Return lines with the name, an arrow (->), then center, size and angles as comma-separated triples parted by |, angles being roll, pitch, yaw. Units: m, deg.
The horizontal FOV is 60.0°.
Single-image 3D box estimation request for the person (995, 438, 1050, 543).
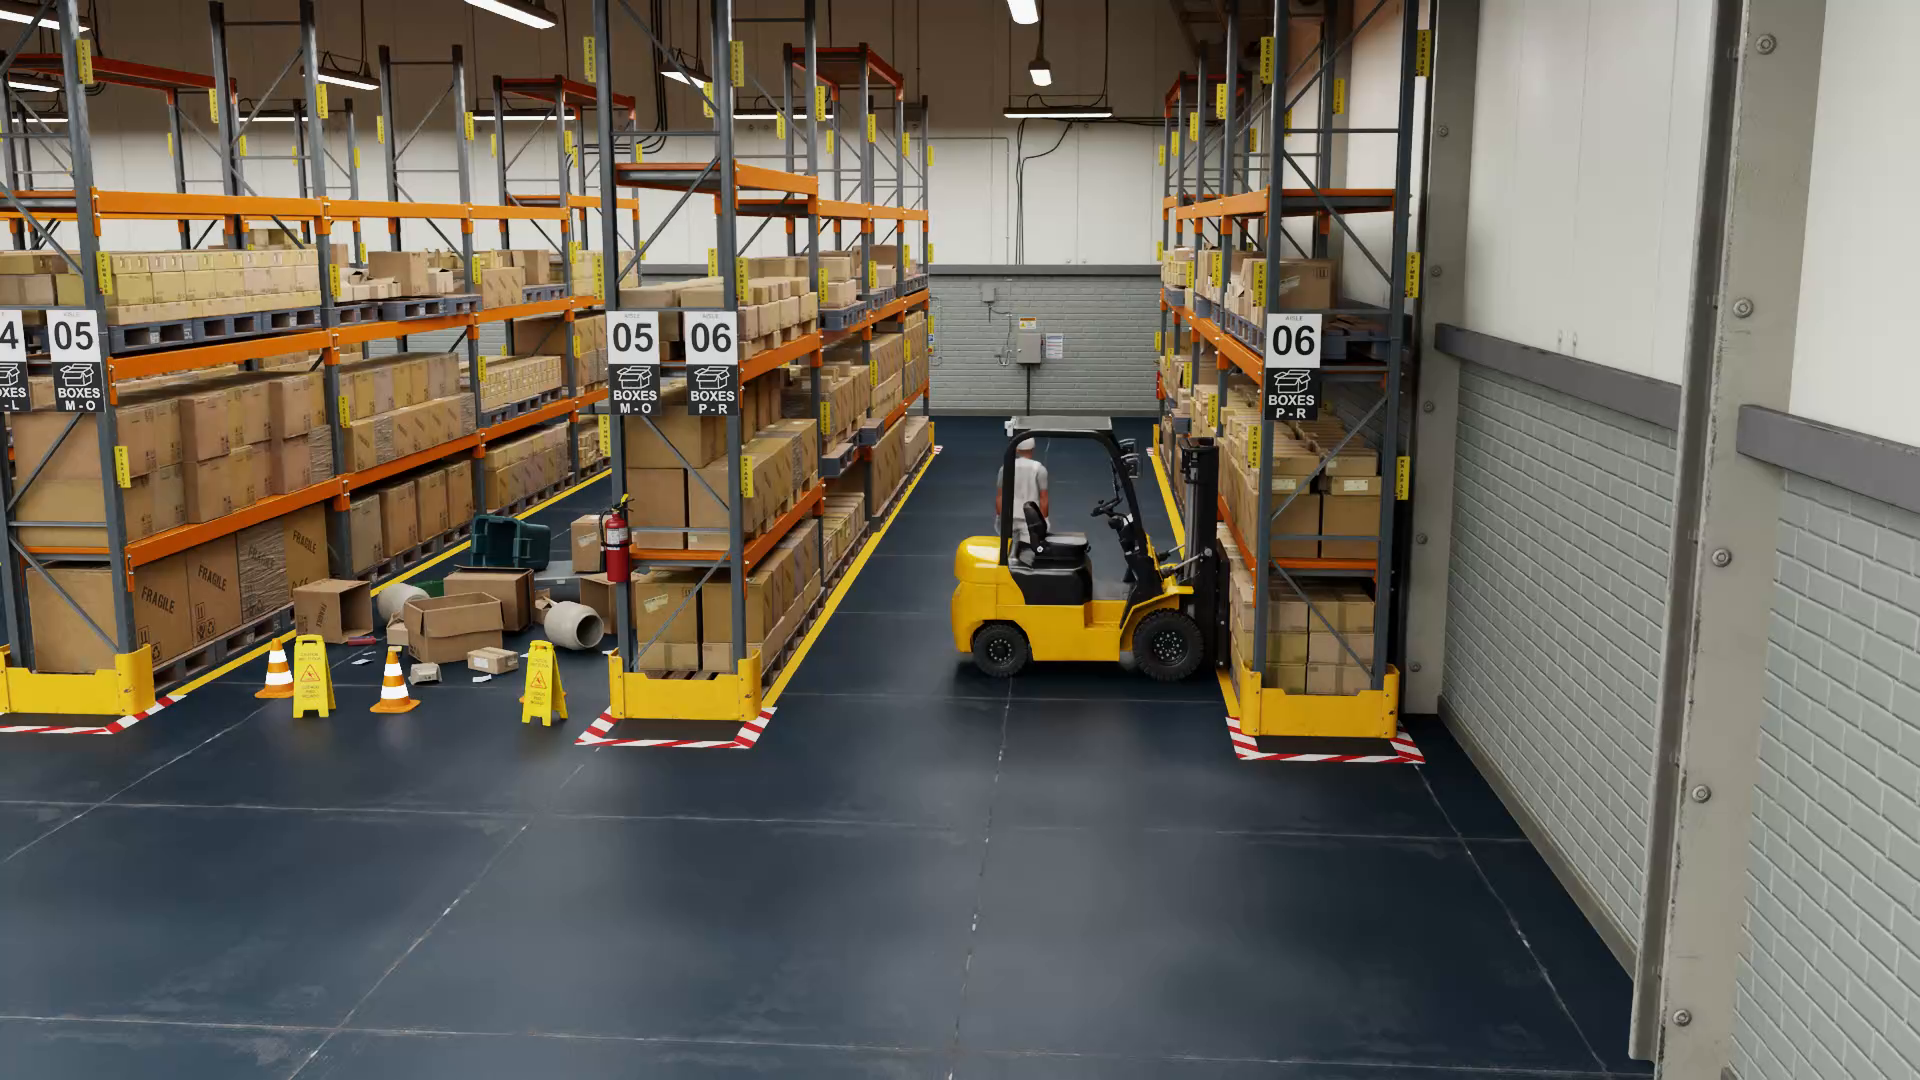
person -> 0.627, -0.229, 17.051 | 0.645, 1.750, 0.890 | 5, 12, 23
